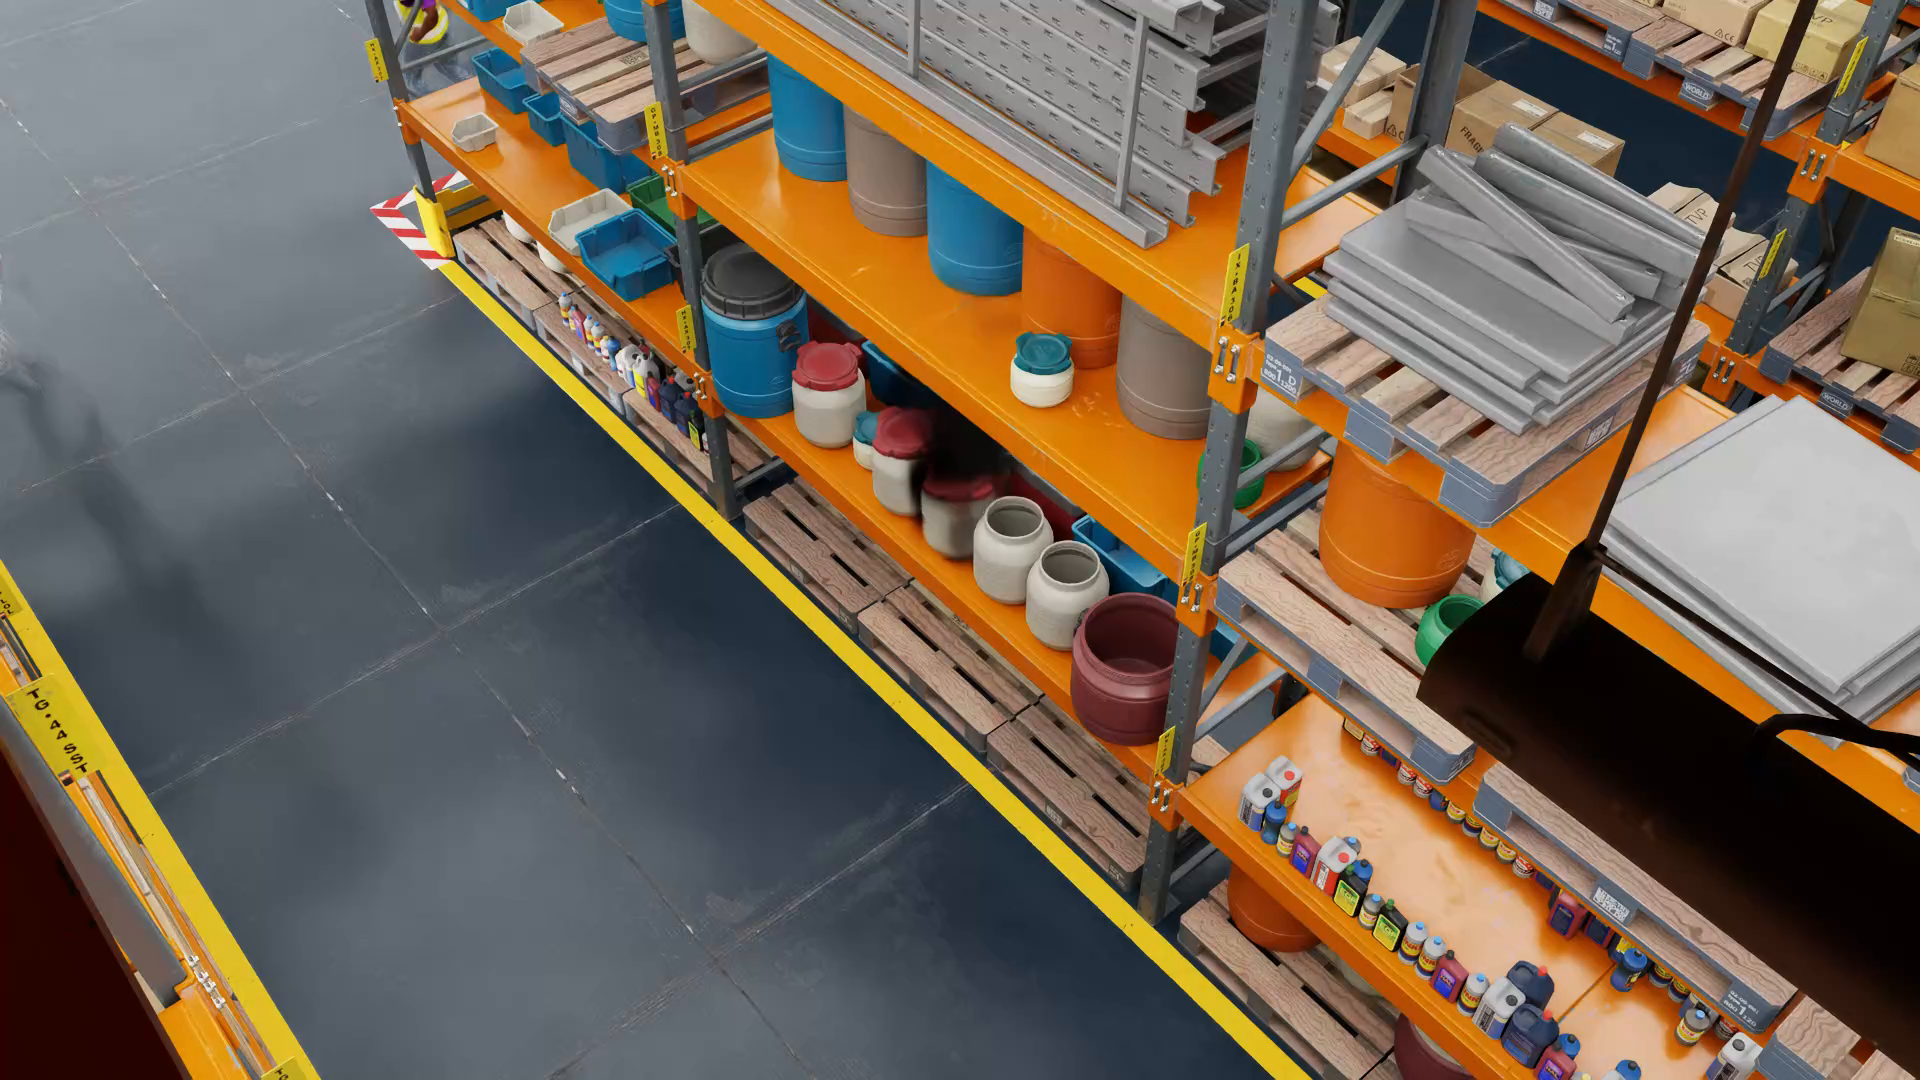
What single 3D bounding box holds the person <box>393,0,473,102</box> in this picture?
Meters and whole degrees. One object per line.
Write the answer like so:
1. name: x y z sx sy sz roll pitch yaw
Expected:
1. person: -4.398 -4.177 13.715 0.768 1.818 0.697 6 47 6
